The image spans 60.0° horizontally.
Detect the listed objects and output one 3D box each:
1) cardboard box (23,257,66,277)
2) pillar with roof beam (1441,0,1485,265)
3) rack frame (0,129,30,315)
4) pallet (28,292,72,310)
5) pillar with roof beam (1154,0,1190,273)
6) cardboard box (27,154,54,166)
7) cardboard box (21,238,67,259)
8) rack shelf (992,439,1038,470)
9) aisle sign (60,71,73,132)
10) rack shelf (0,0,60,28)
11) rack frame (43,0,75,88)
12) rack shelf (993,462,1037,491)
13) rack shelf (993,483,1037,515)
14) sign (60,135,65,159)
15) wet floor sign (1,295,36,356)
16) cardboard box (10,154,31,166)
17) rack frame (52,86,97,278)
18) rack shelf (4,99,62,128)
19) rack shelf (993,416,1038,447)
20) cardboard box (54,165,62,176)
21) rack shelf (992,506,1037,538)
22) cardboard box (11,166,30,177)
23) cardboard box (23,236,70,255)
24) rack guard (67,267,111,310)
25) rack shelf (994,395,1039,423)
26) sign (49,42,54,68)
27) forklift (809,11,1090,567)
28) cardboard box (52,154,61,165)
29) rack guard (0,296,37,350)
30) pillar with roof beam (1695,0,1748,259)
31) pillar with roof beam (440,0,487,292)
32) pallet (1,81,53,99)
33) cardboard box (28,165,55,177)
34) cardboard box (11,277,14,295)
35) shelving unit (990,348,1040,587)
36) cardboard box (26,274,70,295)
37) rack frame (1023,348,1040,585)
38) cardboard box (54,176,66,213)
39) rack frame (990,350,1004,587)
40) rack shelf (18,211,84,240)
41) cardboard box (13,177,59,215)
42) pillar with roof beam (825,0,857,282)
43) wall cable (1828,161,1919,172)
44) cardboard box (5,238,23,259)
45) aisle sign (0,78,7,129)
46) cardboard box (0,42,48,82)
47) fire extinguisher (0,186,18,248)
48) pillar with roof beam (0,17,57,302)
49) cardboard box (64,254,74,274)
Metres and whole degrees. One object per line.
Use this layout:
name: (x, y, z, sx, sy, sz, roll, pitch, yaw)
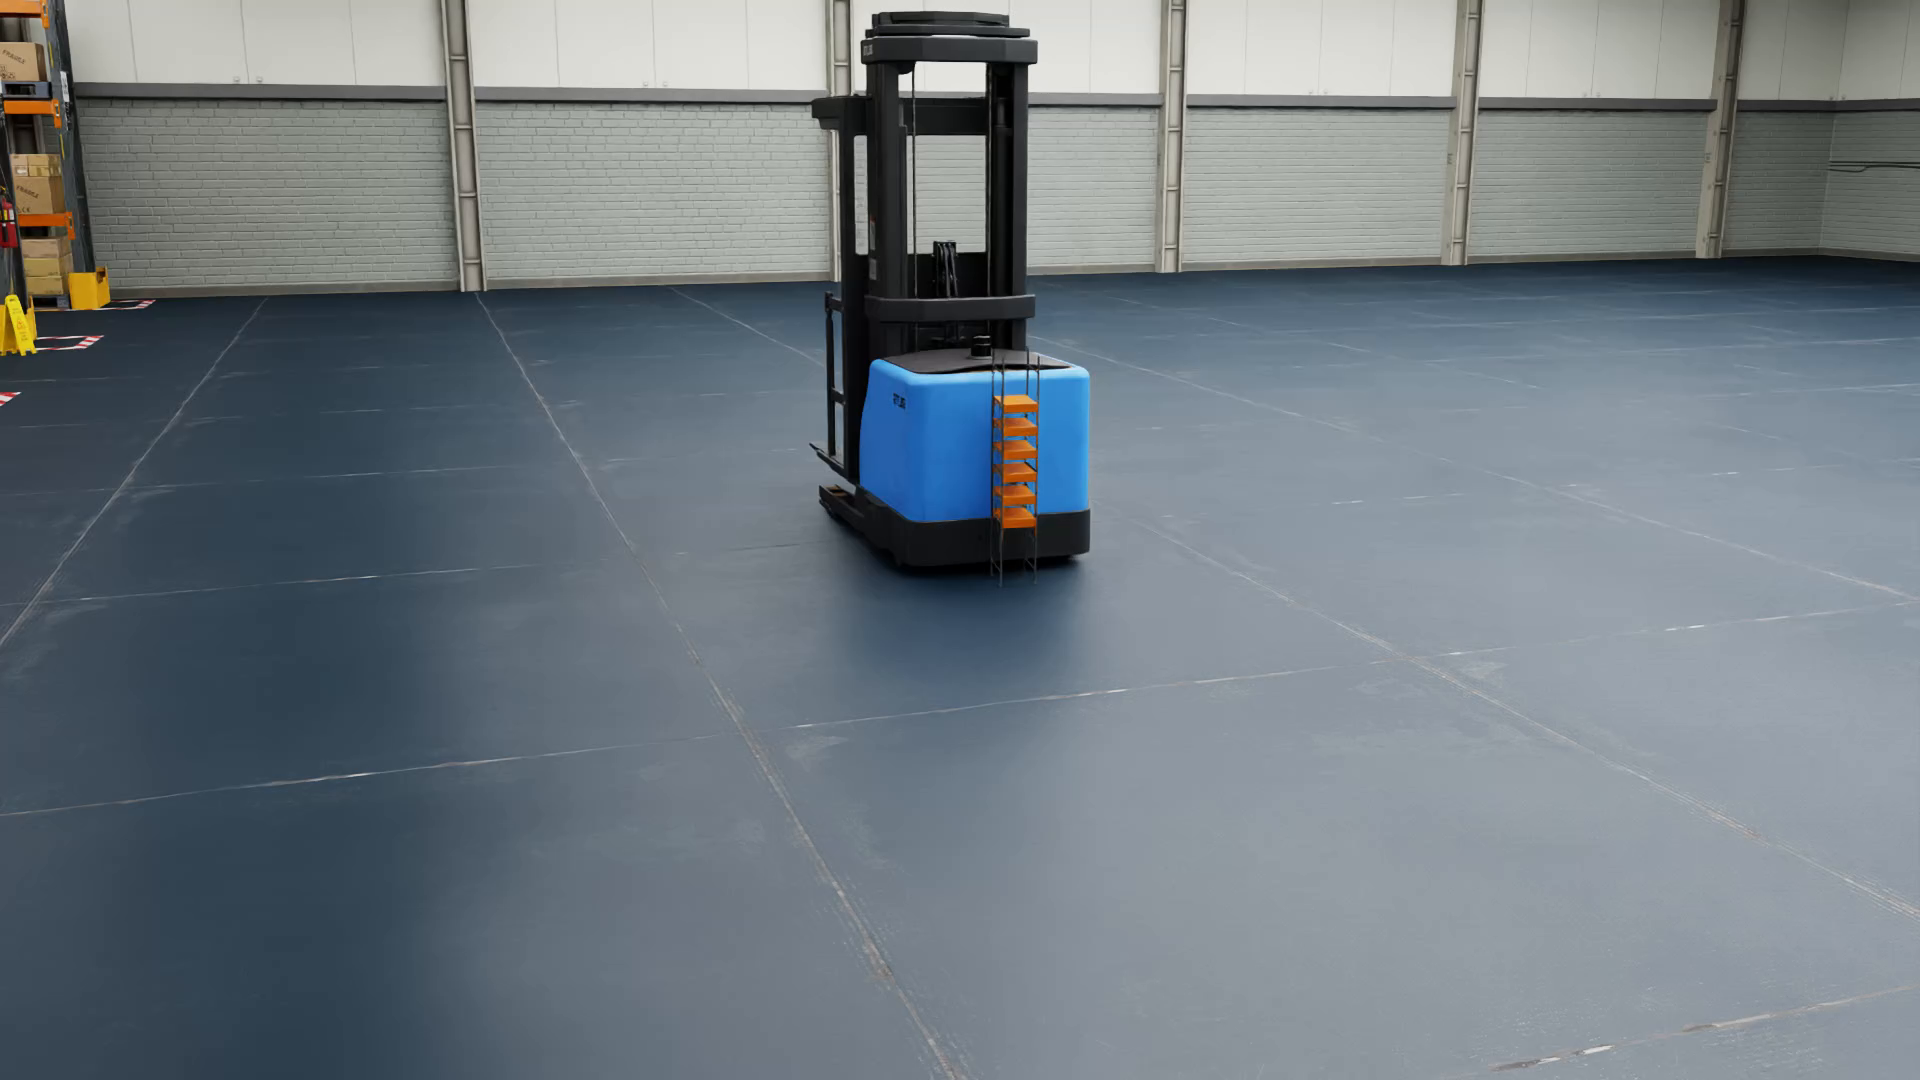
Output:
cardboard box: (-12.746, -3.799, 23.088, 0.500, 0.250, 0.500, -5, 14, -19)
pillar with roof beam: (10.788, -8.686, 26.713, 0.400, 9.000, 9.100, -4, 14, -18)
rack frame: (-10.798, -3.706, 18.740, 0.127, 3.000, 1.000, -4, 14, -18)
pallet: (-13.096, -3.372, 23.362, 1.213, 0.211, 1.003, -4, 14, -18)
pillar with roof beam: (5.101, -8.243, 24.852, 0.400, 9.000, 9.100, -4, 14, -18)
cardboard box: (-12.657, -5.230, 22.889, 0.250, 0.149, 0.380, -4, 14, -18)
cardboard box: (-12.721, -4.045, 23.039, 0.500, 0.250, 0.500, -4, 14, -16)
rack shelf: (0.280, -0.442, 8.555, 0.180, 0.103, 0.258, -3, 16, -12)
aisle sign: (-12.229, -5.999, 22.764, 0.004, 0.787, 0.394, -4, 14, -18)
rack shelf: (-14.280, -7.020, 22.130, 4.000, 0.370, 1.077, -4, 14, -18)
rack frame: (-12.384, -7.713, 22.621, 0.127, 3.000, 1.000, -4, 14, -18)
rack shelf: (0.280, -0.327, 8.589, 0.180, 0.103, 0.258, -3, 16, -12)
rack shelf: (0.279, -0.212, 8.622, 0.180, 0.103, 0.258, -3, 16, -12)
sign: (-12.225, -5.352, 22.649, 0.005, 0.325, 0.100, -4, 14, -18)
wet floor sign: (-10.277, -2.340, 18.084, 0.232, 0.644, 0.267, 0, 13, 1)
cardboard box: (-12.881, -5.205, 22.783, 0.250, 0.149, 0.380, -4, 14, -18)
rack frame: (-12.384, -4.794, 23.315, 0.127, 3.000, 1.000, -4, 14, -18)
rack shelf: (-14.280, -5.756, 22.431, 4.000, 0.370, 1.077, -4, 14, -18)
rack shelf: (0.281, -0.558, 8.522, 0.180, 0.103, 0.258, -3, 16, -12)
cardboard box: (-12.789, -5.190, 23.362, 0.250, 0.149, 0.380, -5, 14, -20)
rack shelf: (0.279, -0.096, 8.655, 0.180, 0.103, 0.258, -3, 16, -12)
cardboard box: (-12.856, -5.046, 22.756, 0.250, 0.149, 0.380, -4, 14, -17)
cardboard box: (-12.900, -4.153, 23.494, 0.500, 0.250, 0.500, -5, 14, -19)
rack guard: (-12.362, -3.580, 23.612, 0.348, 0.500, 1.175, -4, 14, -18)
rack shelf: (0.281, -0.673, 8.489, 0.180, 0.103, 0.258, -3, 16, -12)
sign: (-12.225, -6.525, 22.370, 0.005, 0.325, 0.100, -4, 14, -18)
forklift: (-0.240, -1.579, 9.948, 1.130, 2.935, 3.031, -4, 14, -18)
cardboard box: (-12.771, -5.325, 23.287, 0.250, 0.149, 0.380, -5, 14, -19)
rack guard: (-10.870, -2.484, 19.005, 0.348, 0.500, 1.175, -4, 14, -18)
pillar with roof beam: (16.474, -9.129, 28.575, 0.400, 9.000, 9.100, -4, 14, -18)
pillar with roof beam: (-6.272, -7.358, 21.128, 0.400, 9.000, 9.100, -4, 14, -18)
pallet: (-13.063, -6.164, 22.783, 1.213, 0.211, 1.003, -4, 14, -18)
cardboard box: (-12.624, -5.071, 22.863, 0.250, 0.149, 0.380, -4, 14, -17)
cardboard box: (-13.203, -3.522, 23.002, 0.500, 0.250, 0.500, -4, 14, -18)
shelving unit: (0.280, -0.370, 8.576, 0.189, 1.200, 0.258, -3, 16, -12)
cardboard box: (-12.729, -3.557, 23.148, 0.500, 0.250, 0.500, -4, 14, -18)
rack frame: (0.369, -0.375, 8.595, 0.006, 1.200, 0.240, -3, 16, -12)
cardboard box: (-12.943, -4.867, 23.406, 0.500, 0.500, 0.500, -4, 14, -16)
rack frame: (0.191, -0.365, 8.557, 0.006, 1.200, 0.240, -3, 16, -12)
rack shelf: (-14.280, -4.296, 22.778, 4.000, 0.370, 1.077, -4, 14, -18)
cardboard box: (-12.767, -4.749, 22.909, 0.500, 0.500, 0.500, -5, 14, -19)
pillar with roof beam: (-0.586, -7.800, 22.990, 0.400, 9.000, 9.100, -4, 14, -18)
wall cable: (18.315, -8.490, 32.598, 0.112, 2.526, 3.097, -4, 14, -18)
cardboard box: (-13.204, -4.006, 22.875, 0.500, 0.250, 0.500, -4, 14, -17)
aisle sign: (-10.838, -5.043, 18.744, 0.004, 0.787, 0.394, -4, 14, -18)
cardboard box: (-12.726, -6.469, 22.534, 0.500, 0.500, 0.500, -4, 14, -16)
fire extinguisher: (-10.542, -3.575, 18.359, 0.183, 0.674, 0.296, -4, 14, -18)
pillar with roof beam: (-11.959, -6.915, 19.267, 0.400, 9.000, 9.100, -4, 14, -18)
cardboard box: (-12.896, -3.915, 23.573, 0.500, 0.250, 0.500, -4, 14, -17)
